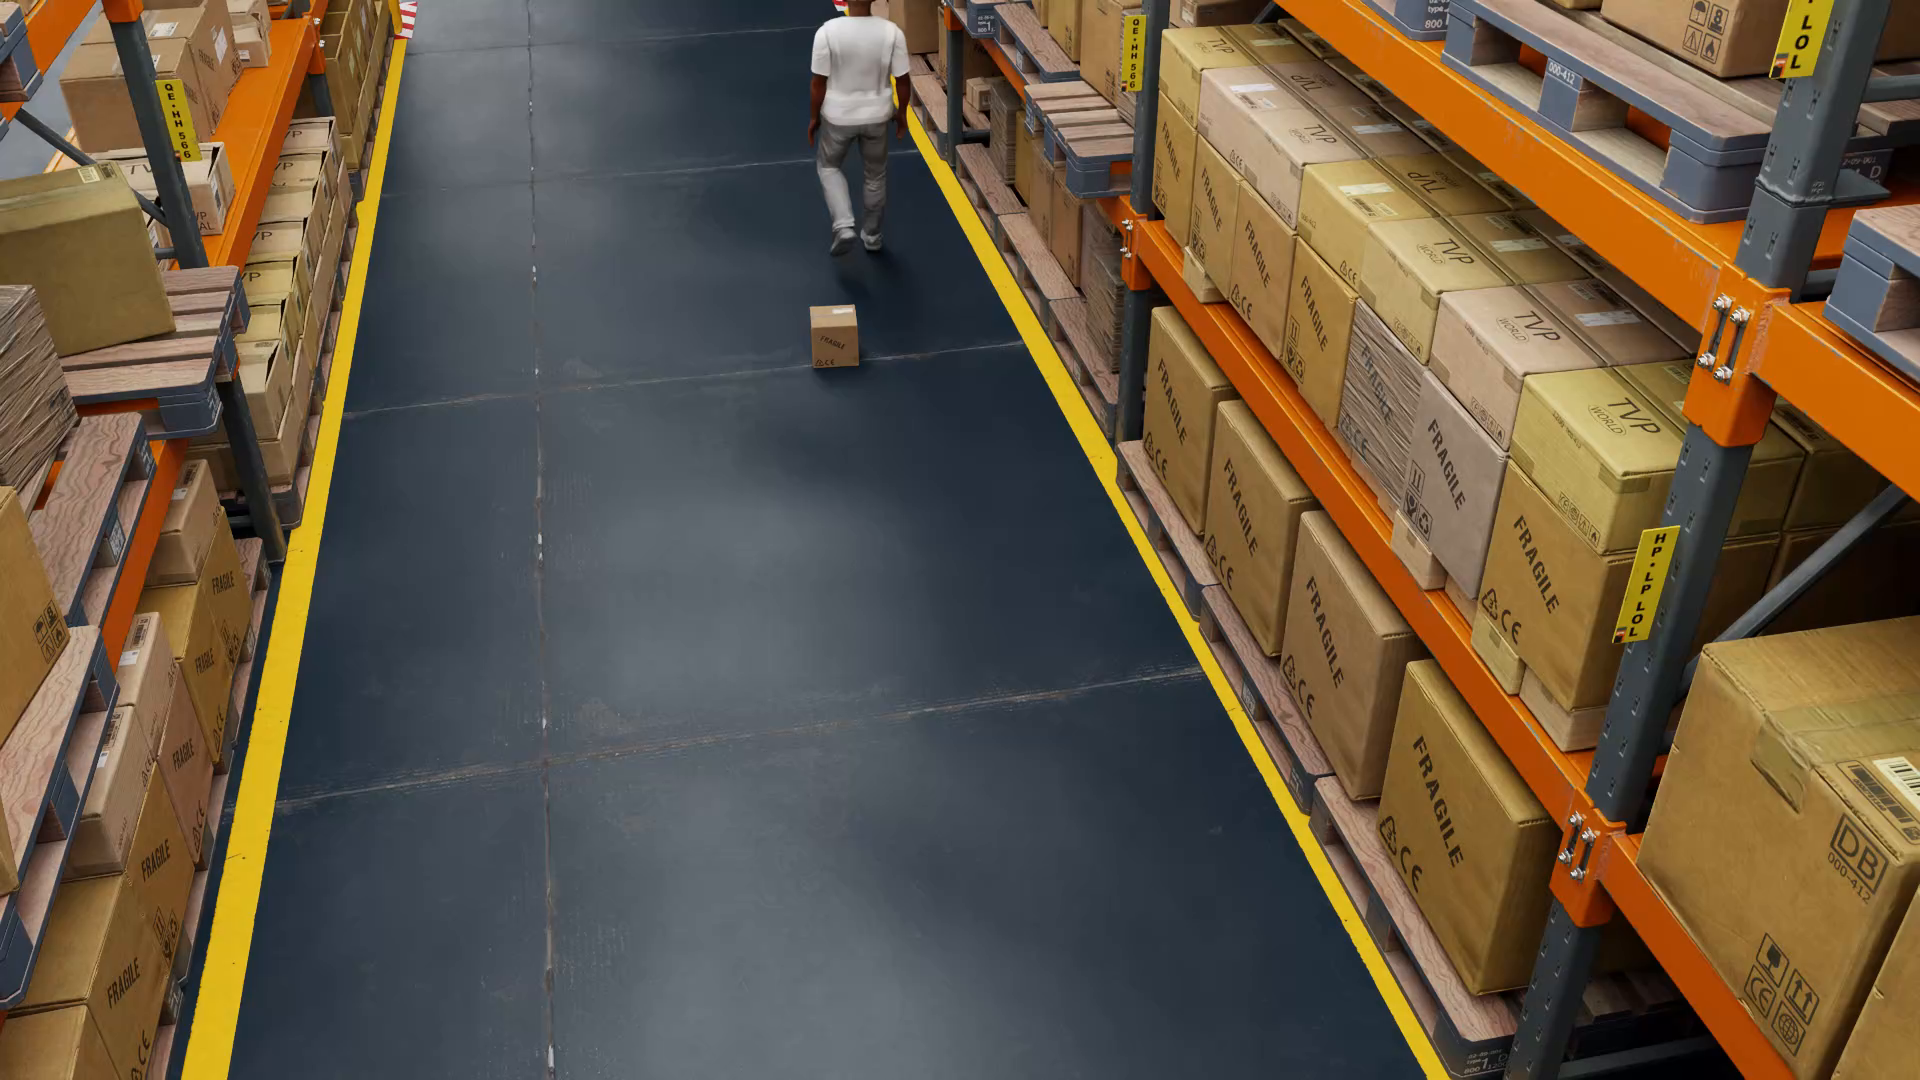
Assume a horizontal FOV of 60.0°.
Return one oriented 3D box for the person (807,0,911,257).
[{"bbox_3d":[-0.604,-2.505,9.771,0.613,1.762,0.615,-6,35,-9],"label":"person"}]
